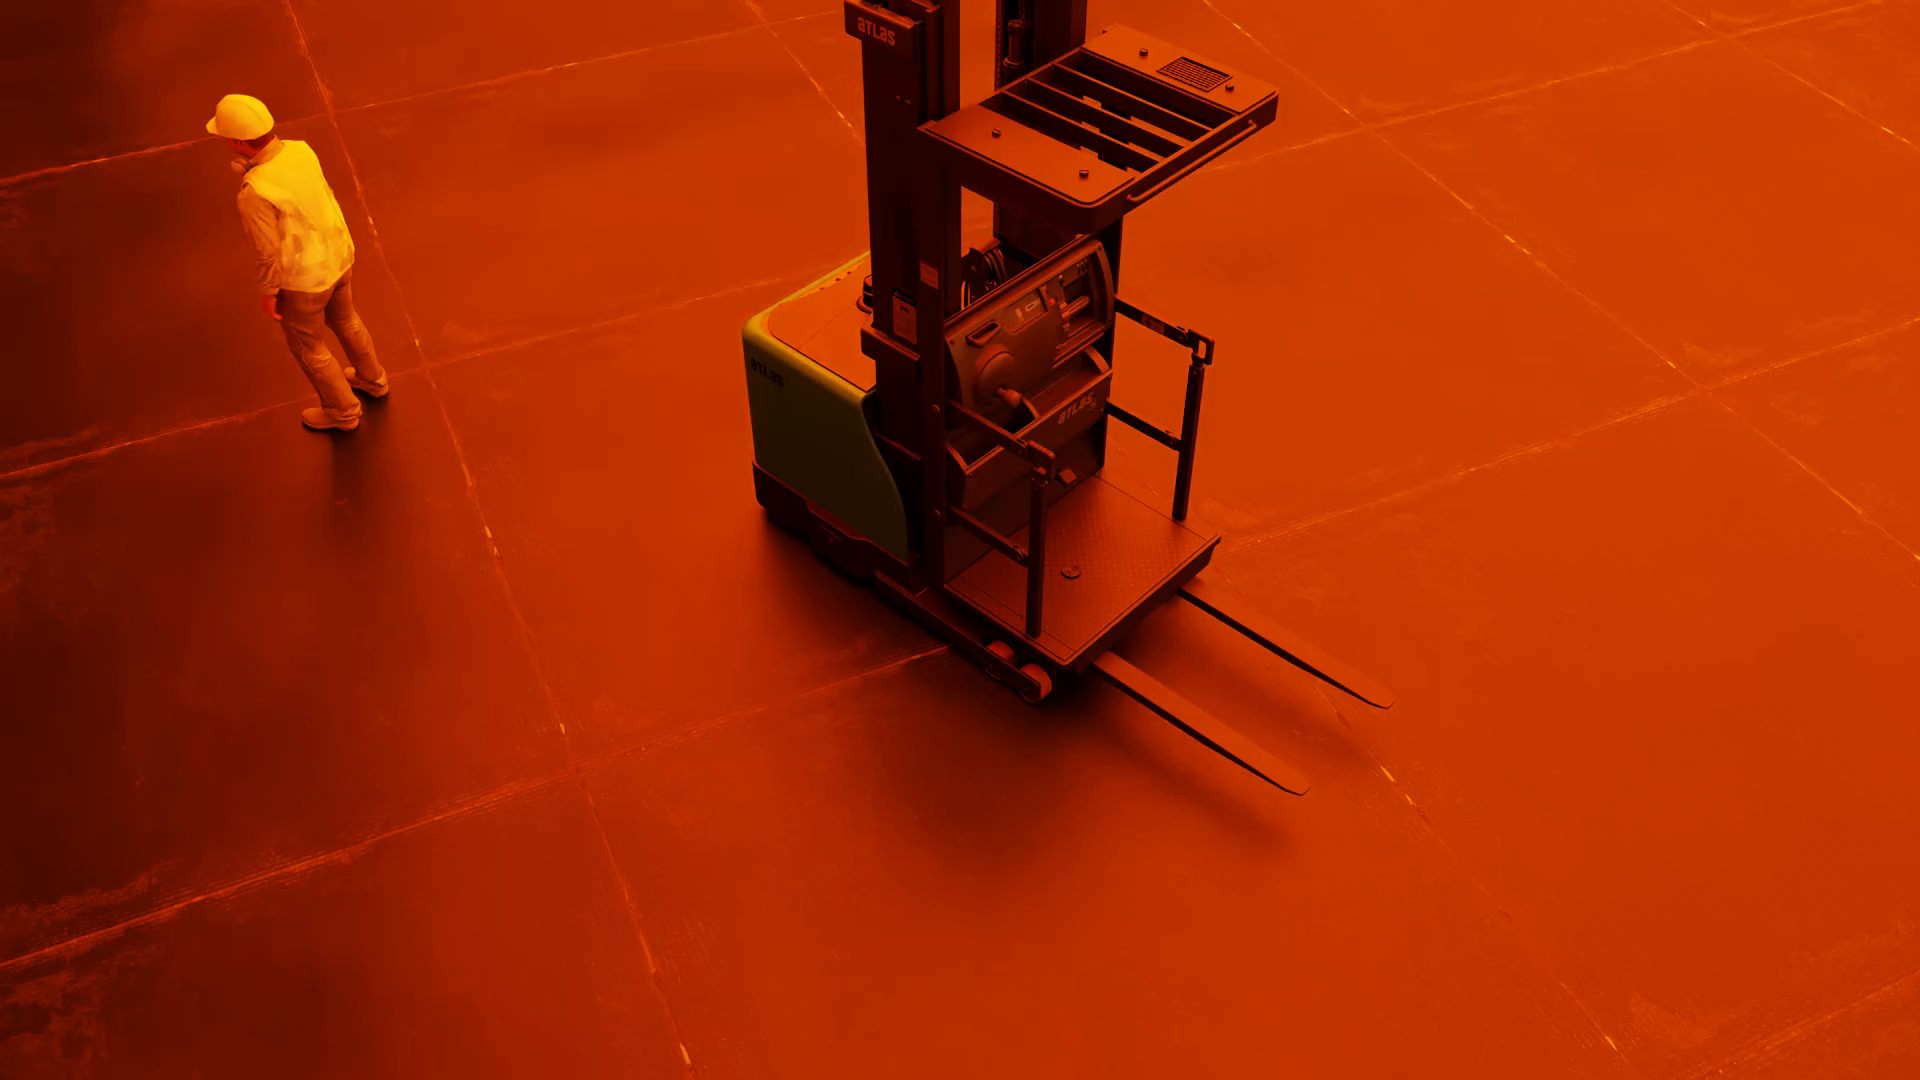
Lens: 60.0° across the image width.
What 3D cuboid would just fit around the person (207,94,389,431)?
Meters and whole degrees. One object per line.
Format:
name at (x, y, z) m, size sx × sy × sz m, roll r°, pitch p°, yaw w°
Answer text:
person at (-3.132, -1.310, 7.934) m, size 0.457 × 1.773 × 0.592 m, roll 11°, pitch 44°, yaw 12°

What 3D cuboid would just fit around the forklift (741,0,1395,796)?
forklift at (0.445, -0.788, 6.525) m, size 3.031 × 2.935 × 1.130 m, roll 32°, pitch 52°, yaw 30°
